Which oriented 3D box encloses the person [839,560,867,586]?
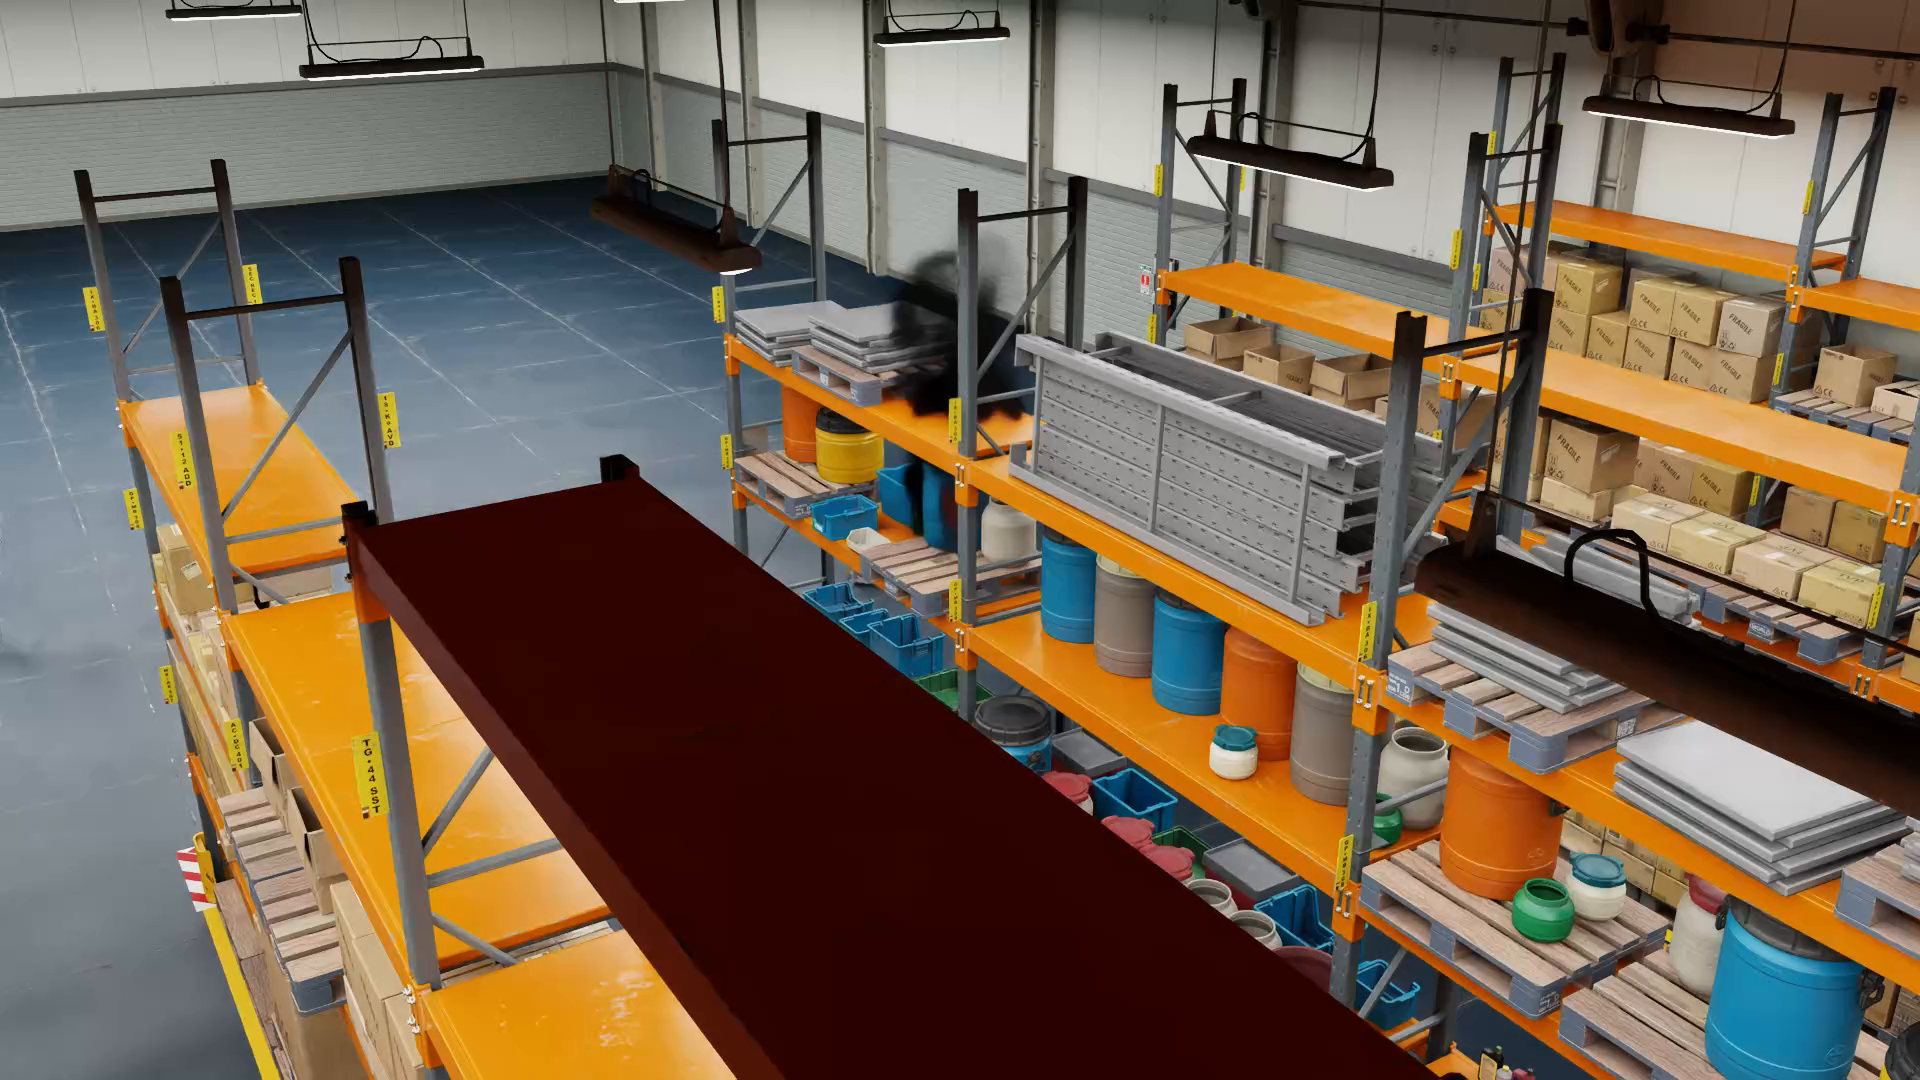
[{"bbox_3d":[-1.281,-0.262,19.714,0.633,1.725,0.712,-1,22,-2],"label":"person"}]
